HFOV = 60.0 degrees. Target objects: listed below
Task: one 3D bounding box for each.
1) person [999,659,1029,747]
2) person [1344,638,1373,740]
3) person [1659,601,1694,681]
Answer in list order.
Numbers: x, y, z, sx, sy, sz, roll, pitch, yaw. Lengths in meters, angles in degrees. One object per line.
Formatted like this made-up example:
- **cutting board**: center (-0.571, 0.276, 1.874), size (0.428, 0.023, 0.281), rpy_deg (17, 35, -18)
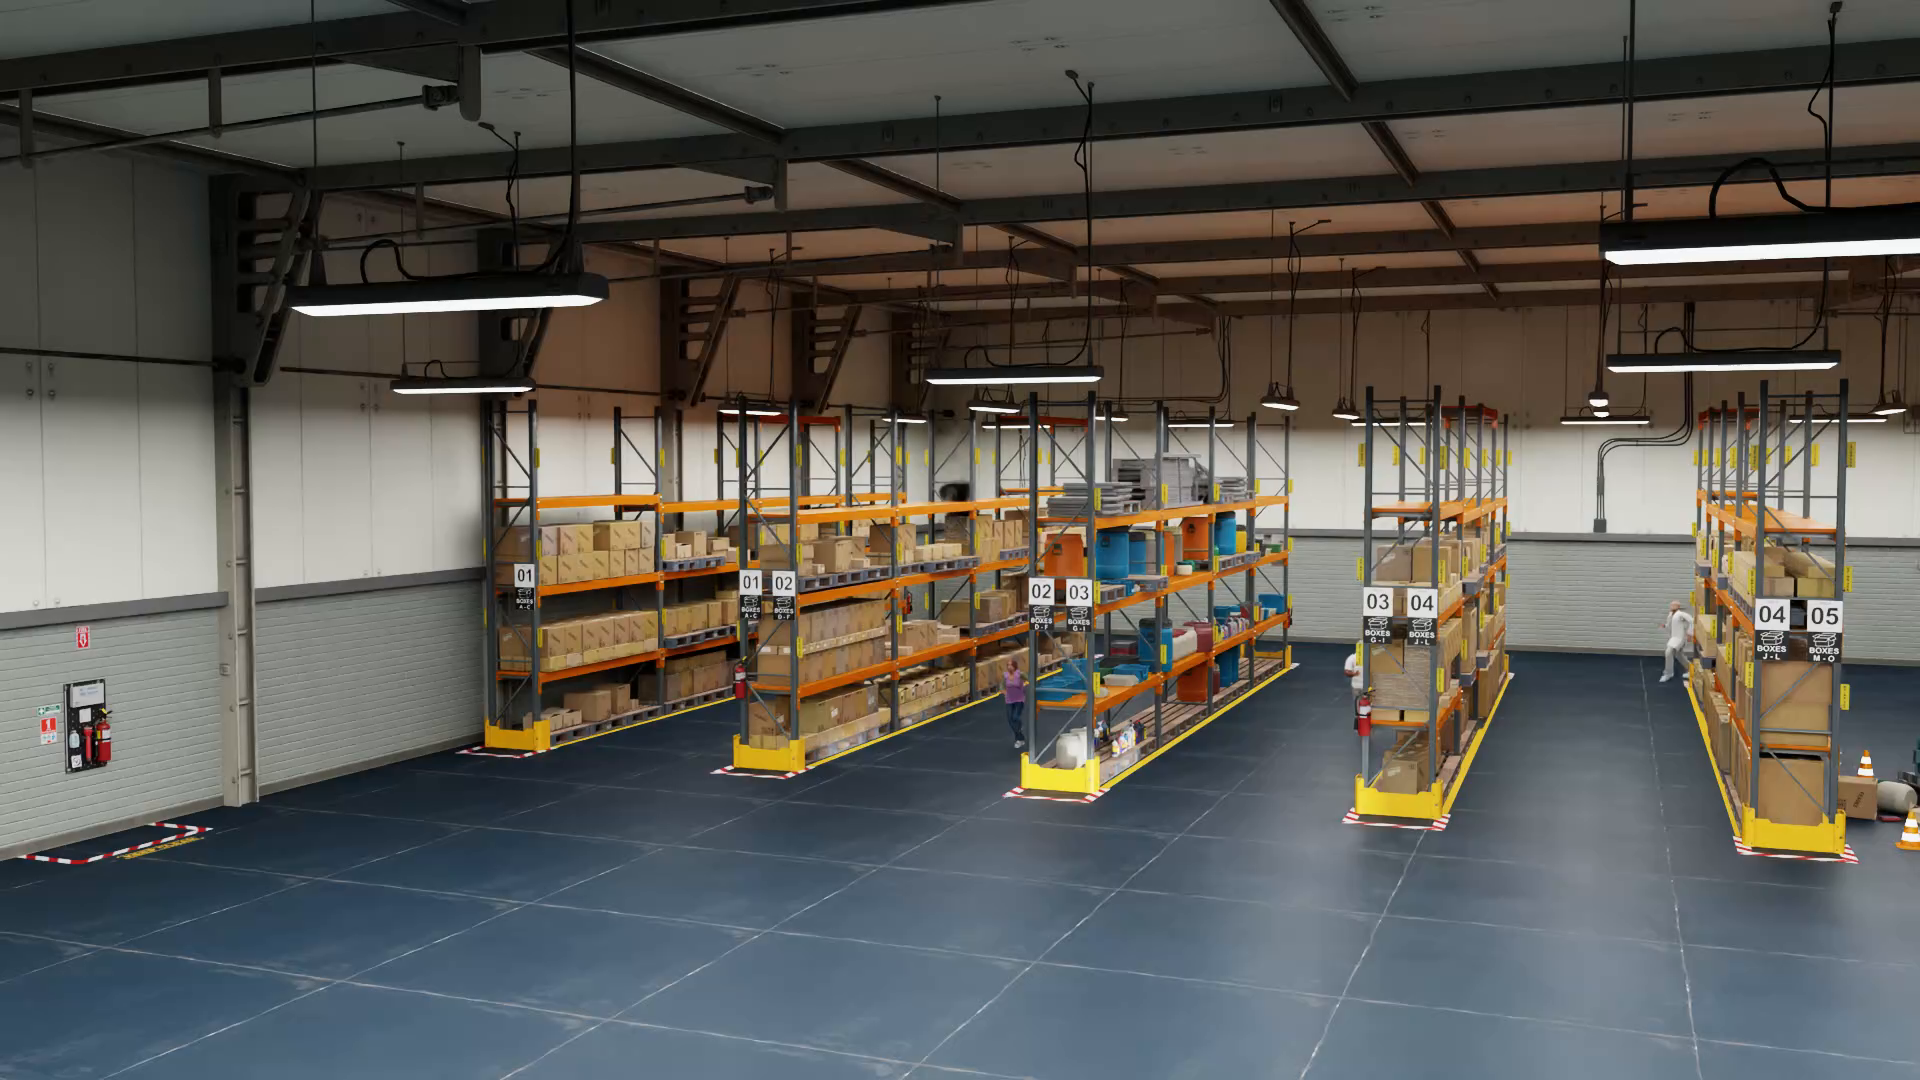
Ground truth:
- **person**: center (0.947, 2.822, 28.641), size (0.578, 1.533, 0.629), rpy_deg (1, 3, 20)
- **person**: center (7.199, 2.659, 29.672), size (0.666, 1.811, 0.736), rpy_deg (1, 3, 17)
- **person**: center (16.201, 2.279, 37.492), size (0.946, 1.822, 0.726), rpy_deg (0, 3, -2)
